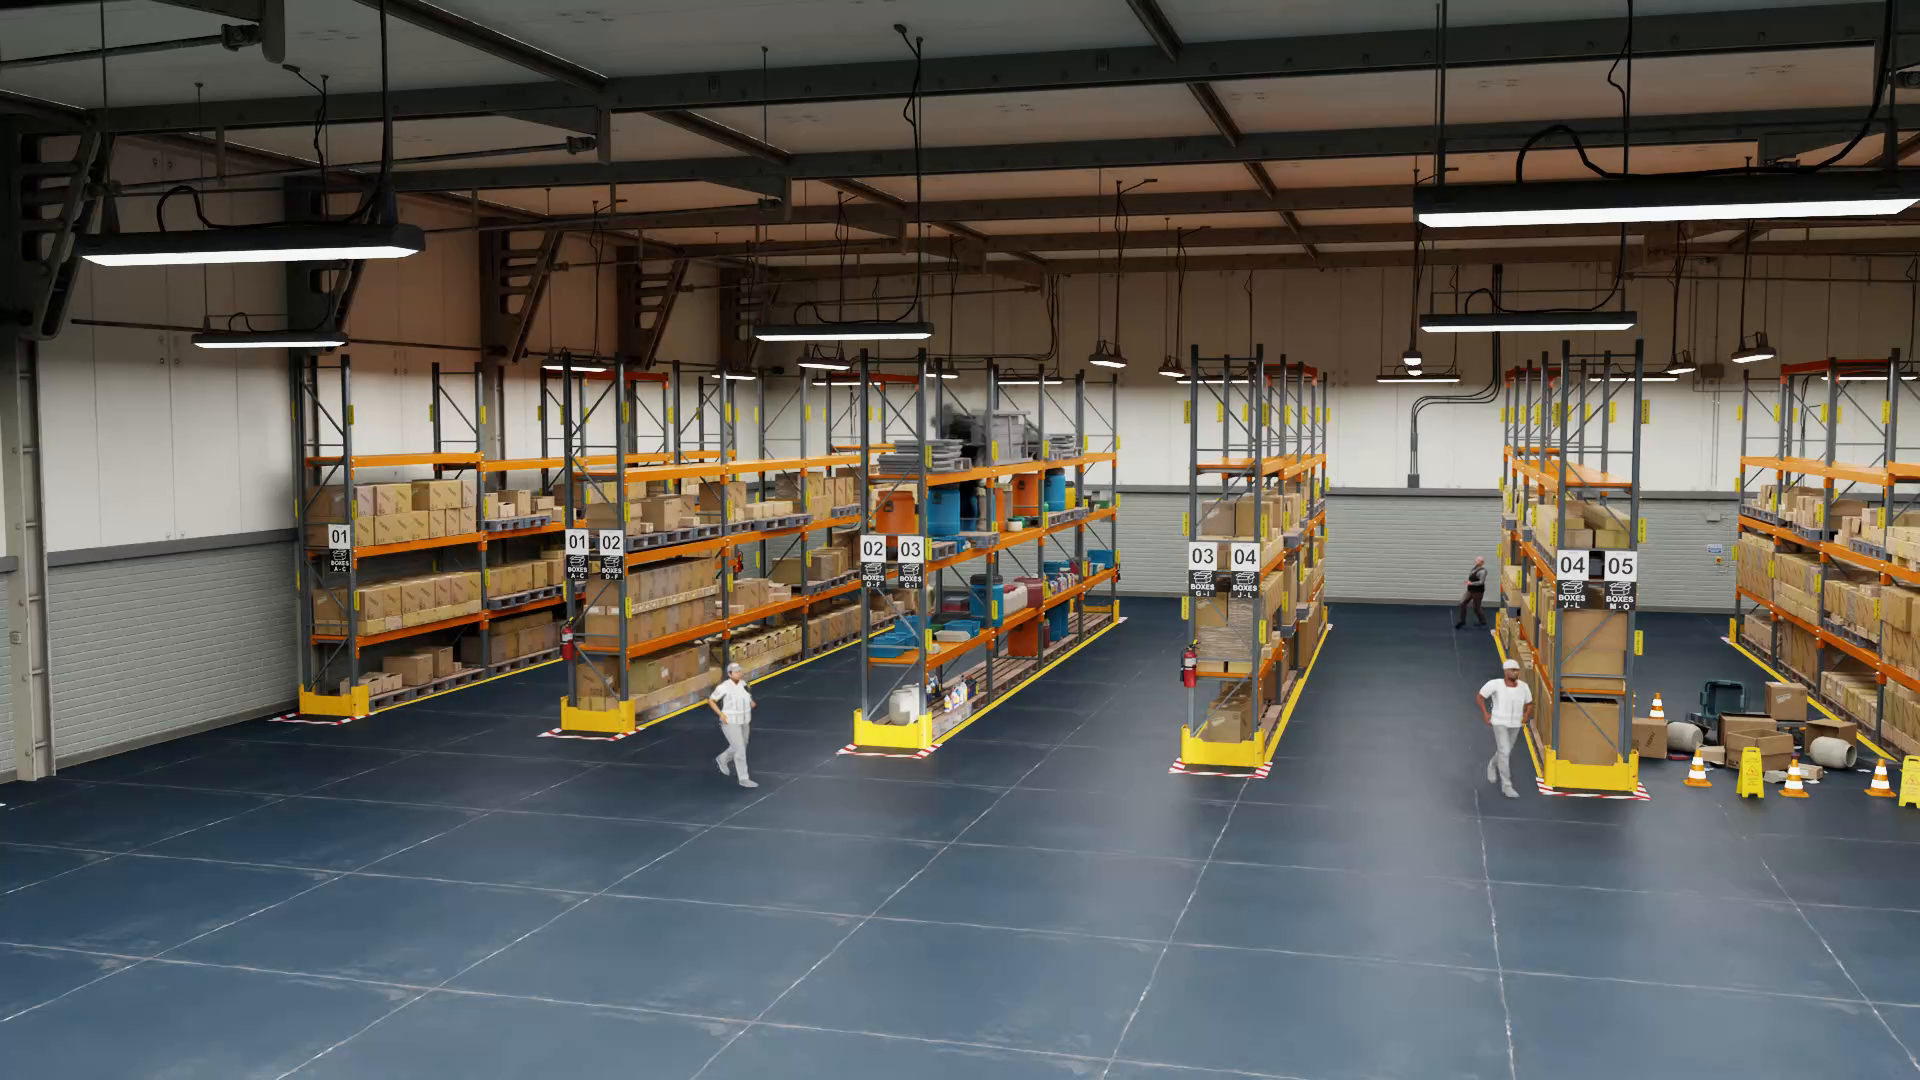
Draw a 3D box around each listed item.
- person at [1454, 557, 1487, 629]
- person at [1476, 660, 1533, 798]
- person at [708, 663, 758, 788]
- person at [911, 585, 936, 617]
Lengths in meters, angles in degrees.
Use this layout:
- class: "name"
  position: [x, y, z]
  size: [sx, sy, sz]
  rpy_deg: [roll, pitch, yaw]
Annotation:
- class: "person"
  position: [12.006, 1.239, 38.759]
  size: [0.815, 1.714, 0.648]
  rpy_deg: [-1, 4, -16]
- class: "person"
  position: [7.282, 2.460, 22.125]
  size: [0.698, 1.765, 0.937]
  rpy_deg: [-1, 4, -10]
- class: "person"
  position: [-3.043, 2.479, 22.510]
  size: [0.899, 1.643, 0.614]
  rpy_deg: [3, 5, 38]
- class: "person"
  position: [-0.750, 1.542, 35.327]
  size: [0.574, 1.636, 0.806]
  rpy_deg: [0, 4, 5]
